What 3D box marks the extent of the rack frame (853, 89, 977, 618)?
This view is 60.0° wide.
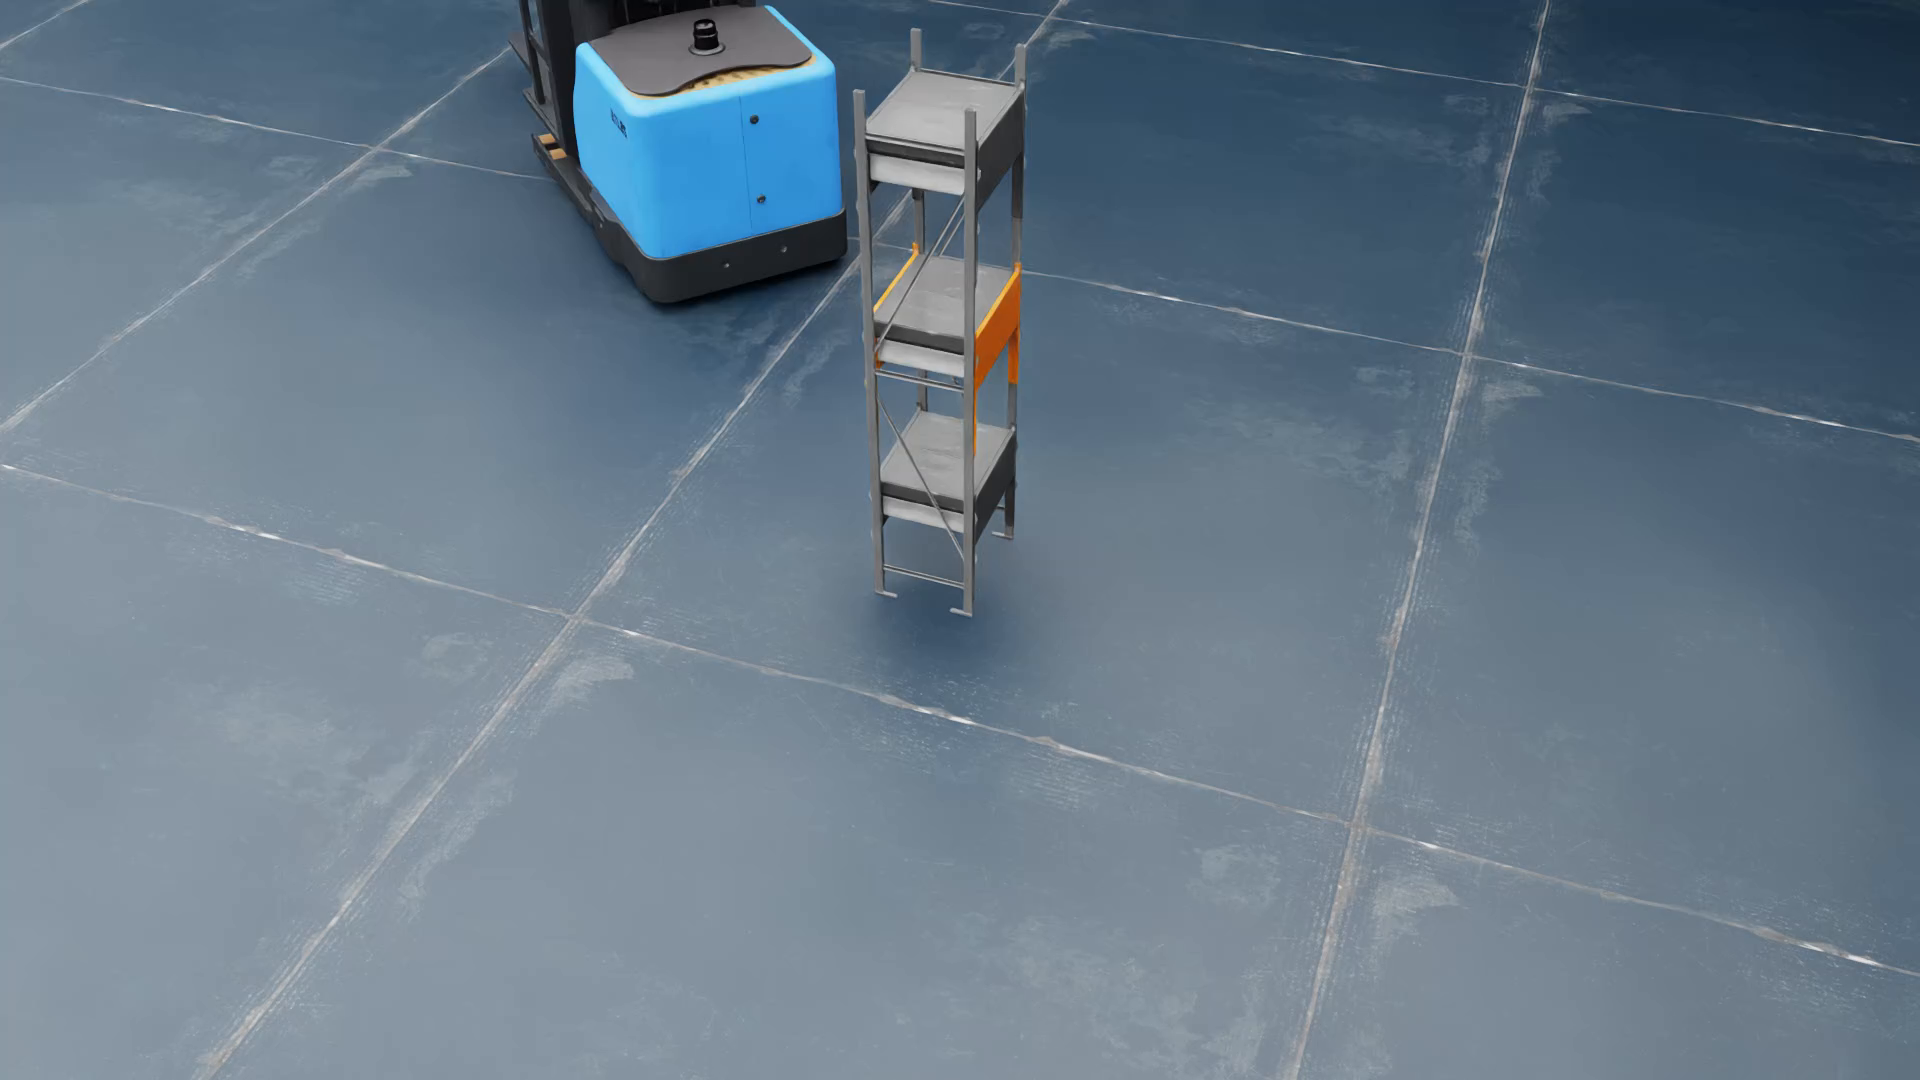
[{"bbox_3d":[-0.140,-0.549,5.776,0.400,2.100,0.015,13,42,15],"label":"rack frame"}]

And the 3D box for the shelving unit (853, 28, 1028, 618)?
[{"bbox_3d":[-0.057,-0.698,5.950,0.431,2.100,0.503,13,42,15],"label":"shelving unit"}]

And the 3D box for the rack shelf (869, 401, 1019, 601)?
[{"bbox_3d":[-0.057,-0.155,6.413,0.431,0.518,0.480,13,42,15],"label":"rack shelf"}]

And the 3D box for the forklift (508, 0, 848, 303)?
[{"bbox_3d":[-1.697,-3.198,8.240,1.130,2.935,3.031,-19,44,-21],"label":"forklift"}]

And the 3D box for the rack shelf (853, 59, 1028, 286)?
[{"bbox_3d":[-0.057,-1.220,5.505,0.431,0.518,0.480,13,42,15],"label":"rack shelf"}]

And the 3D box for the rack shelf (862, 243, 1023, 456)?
[{"bbox_3d":[-0.057,-0.687,5.959,0.431,0.518,0.480,13,42,15],"label":"rack shelf"}]

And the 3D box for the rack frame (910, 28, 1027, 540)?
[{"bbox_3d":[0.027,-0.847,6.125,0.400,2.100,0.015,13,42,15],"label":"rack frame"}]
